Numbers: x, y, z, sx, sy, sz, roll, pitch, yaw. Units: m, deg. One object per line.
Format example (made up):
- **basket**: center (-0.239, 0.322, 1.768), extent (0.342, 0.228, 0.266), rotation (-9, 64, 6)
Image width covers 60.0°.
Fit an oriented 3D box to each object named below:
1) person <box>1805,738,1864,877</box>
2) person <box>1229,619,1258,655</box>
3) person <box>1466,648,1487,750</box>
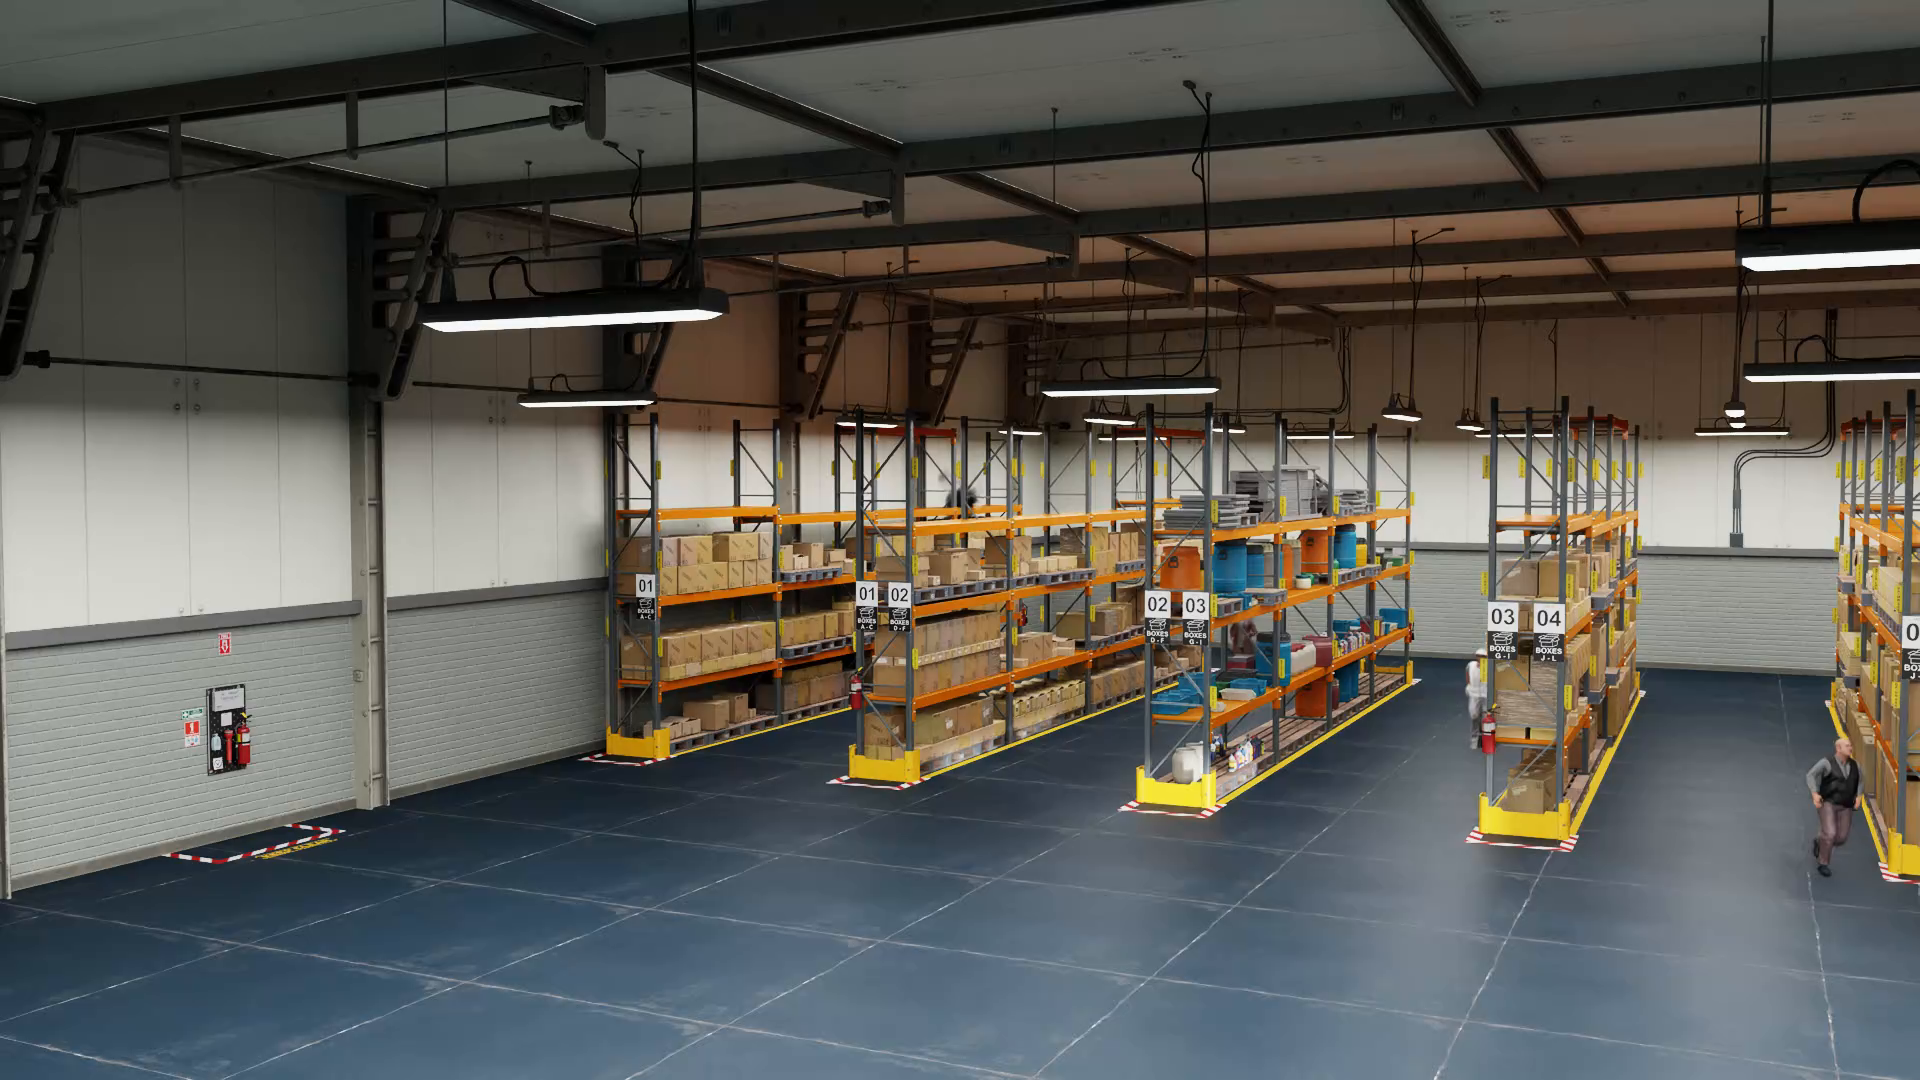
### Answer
- **person**: center (10.930, 3.307, 20.760), extent (0.707, 1.678, 0.670), rotation (0, 2, 2)
- **person**: center (6.624, 2.491, 38.982), extent (0.707, 1.756, 0.868), rotation (1, 3, 23)
- **person**: center (9.431, 2.858, 30.043), extent (0.599, 1.828, 0.890), rotation (1, 3, 22)
